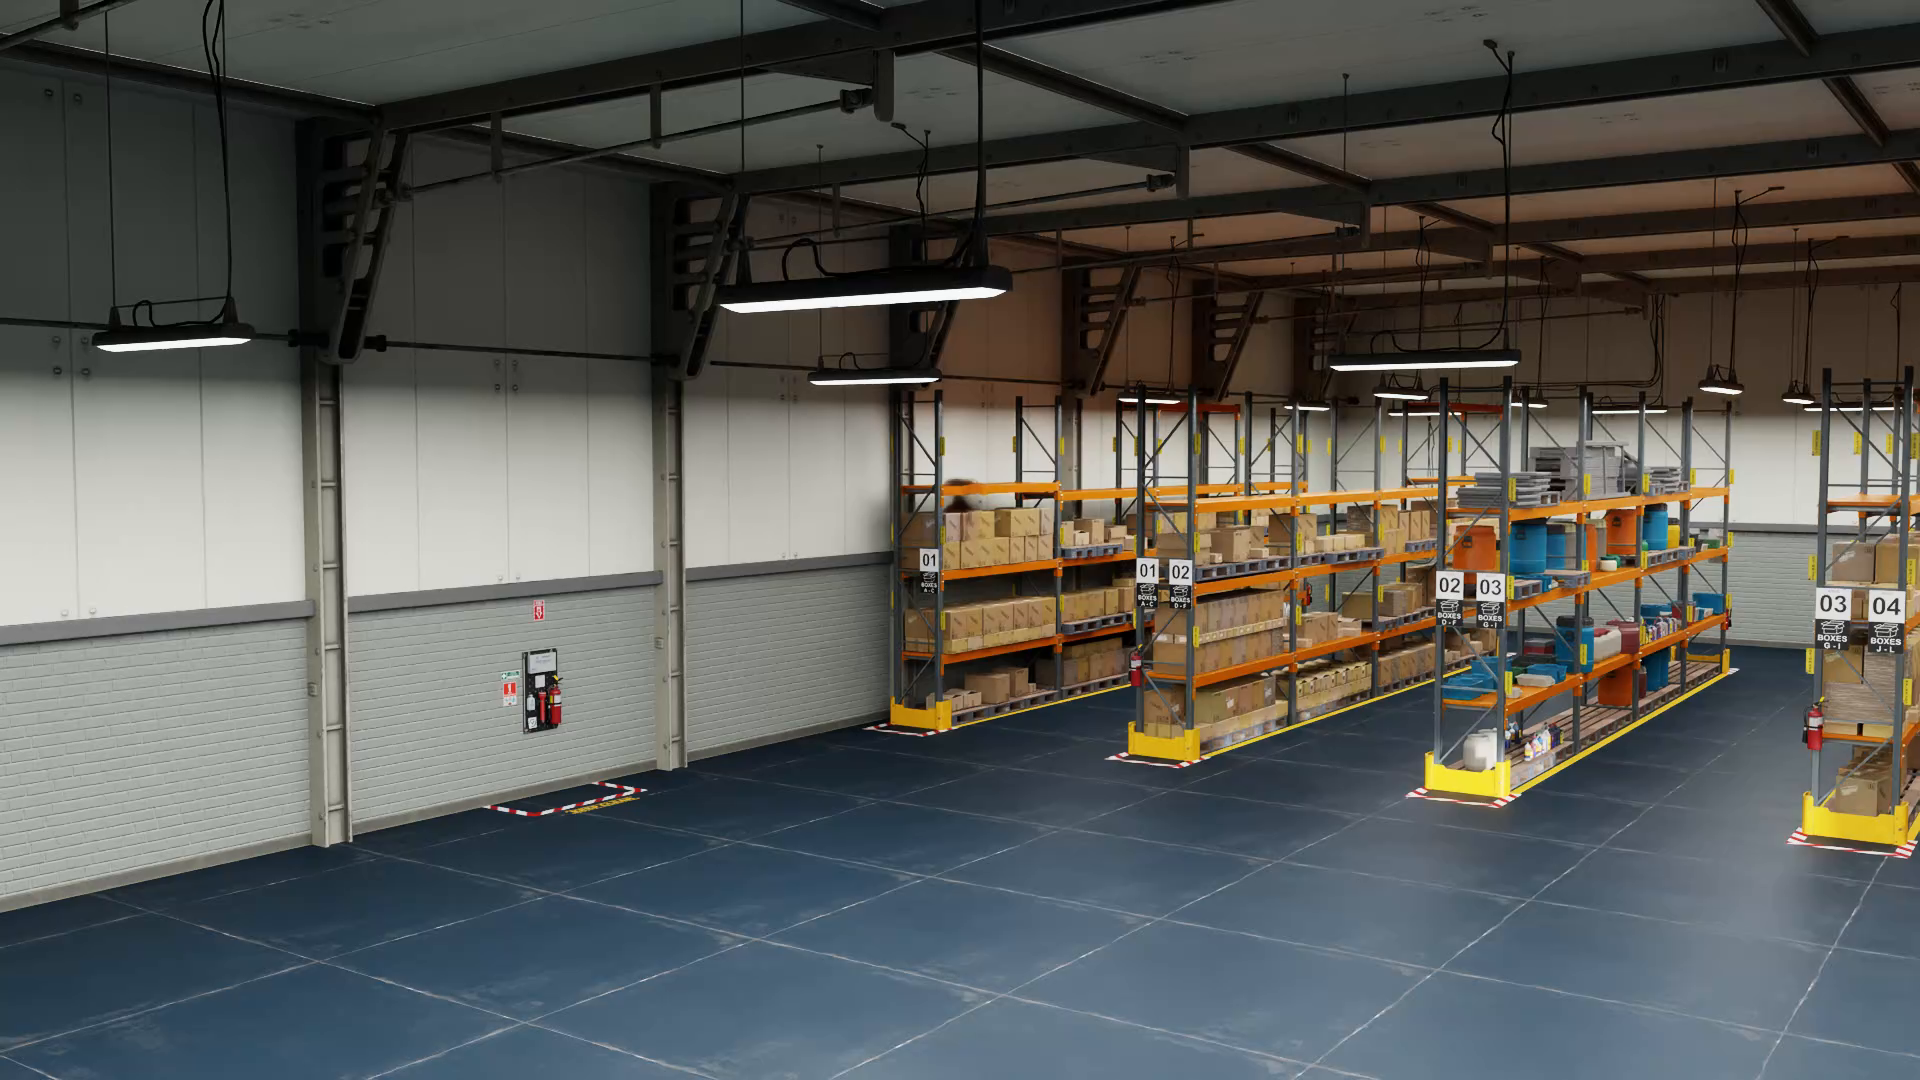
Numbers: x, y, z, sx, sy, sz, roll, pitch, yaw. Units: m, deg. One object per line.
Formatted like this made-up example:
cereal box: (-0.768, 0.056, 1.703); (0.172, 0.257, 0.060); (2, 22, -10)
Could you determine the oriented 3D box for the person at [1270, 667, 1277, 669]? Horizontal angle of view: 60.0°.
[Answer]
person: (7.072, 2.052, 37.486); (0.512, 1.667, 0.646); (2, 4, 32)
